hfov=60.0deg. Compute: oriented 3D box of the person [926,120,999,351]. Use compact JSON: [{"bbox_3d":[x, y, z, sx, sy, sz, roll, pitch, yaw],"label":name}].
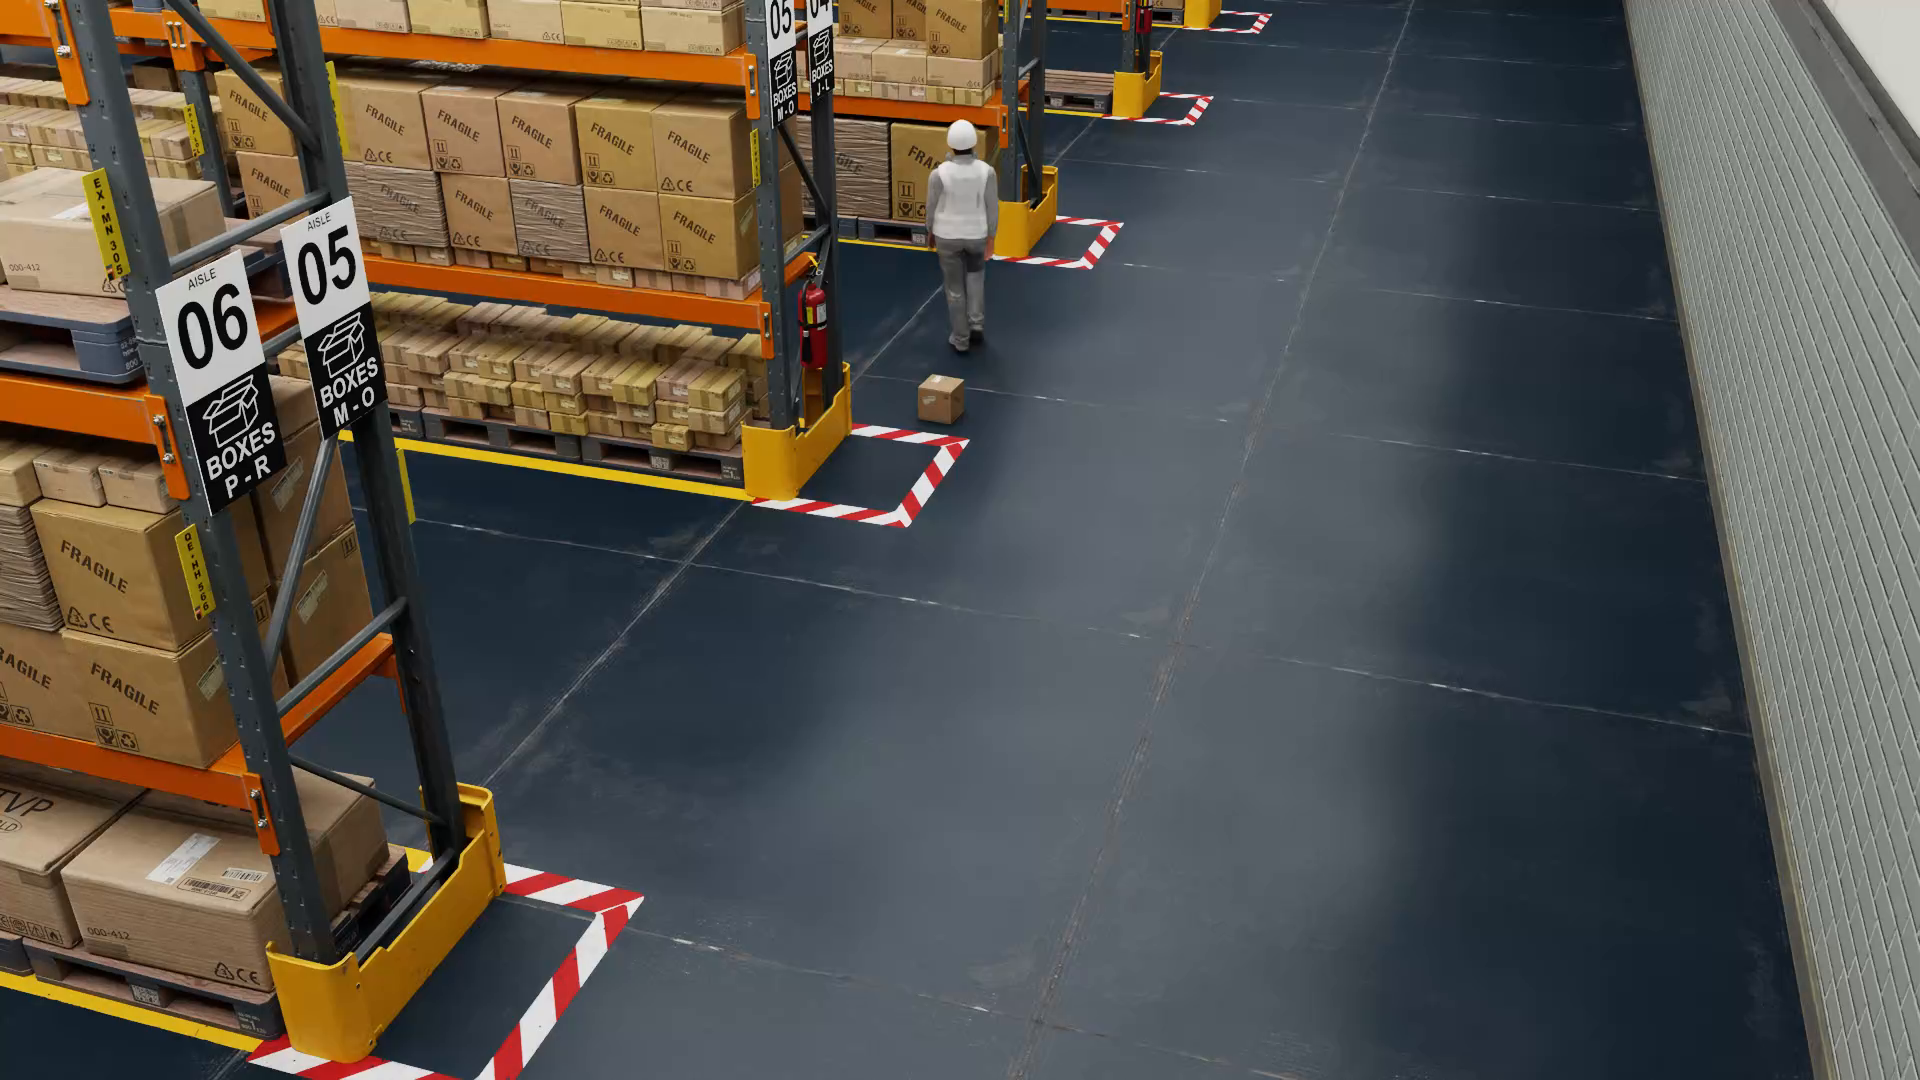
[{"bbox_3d":[0.002,-2.310,12.650,0.537,1.815,0.503,-6,30,-11],"label":"person"}]
